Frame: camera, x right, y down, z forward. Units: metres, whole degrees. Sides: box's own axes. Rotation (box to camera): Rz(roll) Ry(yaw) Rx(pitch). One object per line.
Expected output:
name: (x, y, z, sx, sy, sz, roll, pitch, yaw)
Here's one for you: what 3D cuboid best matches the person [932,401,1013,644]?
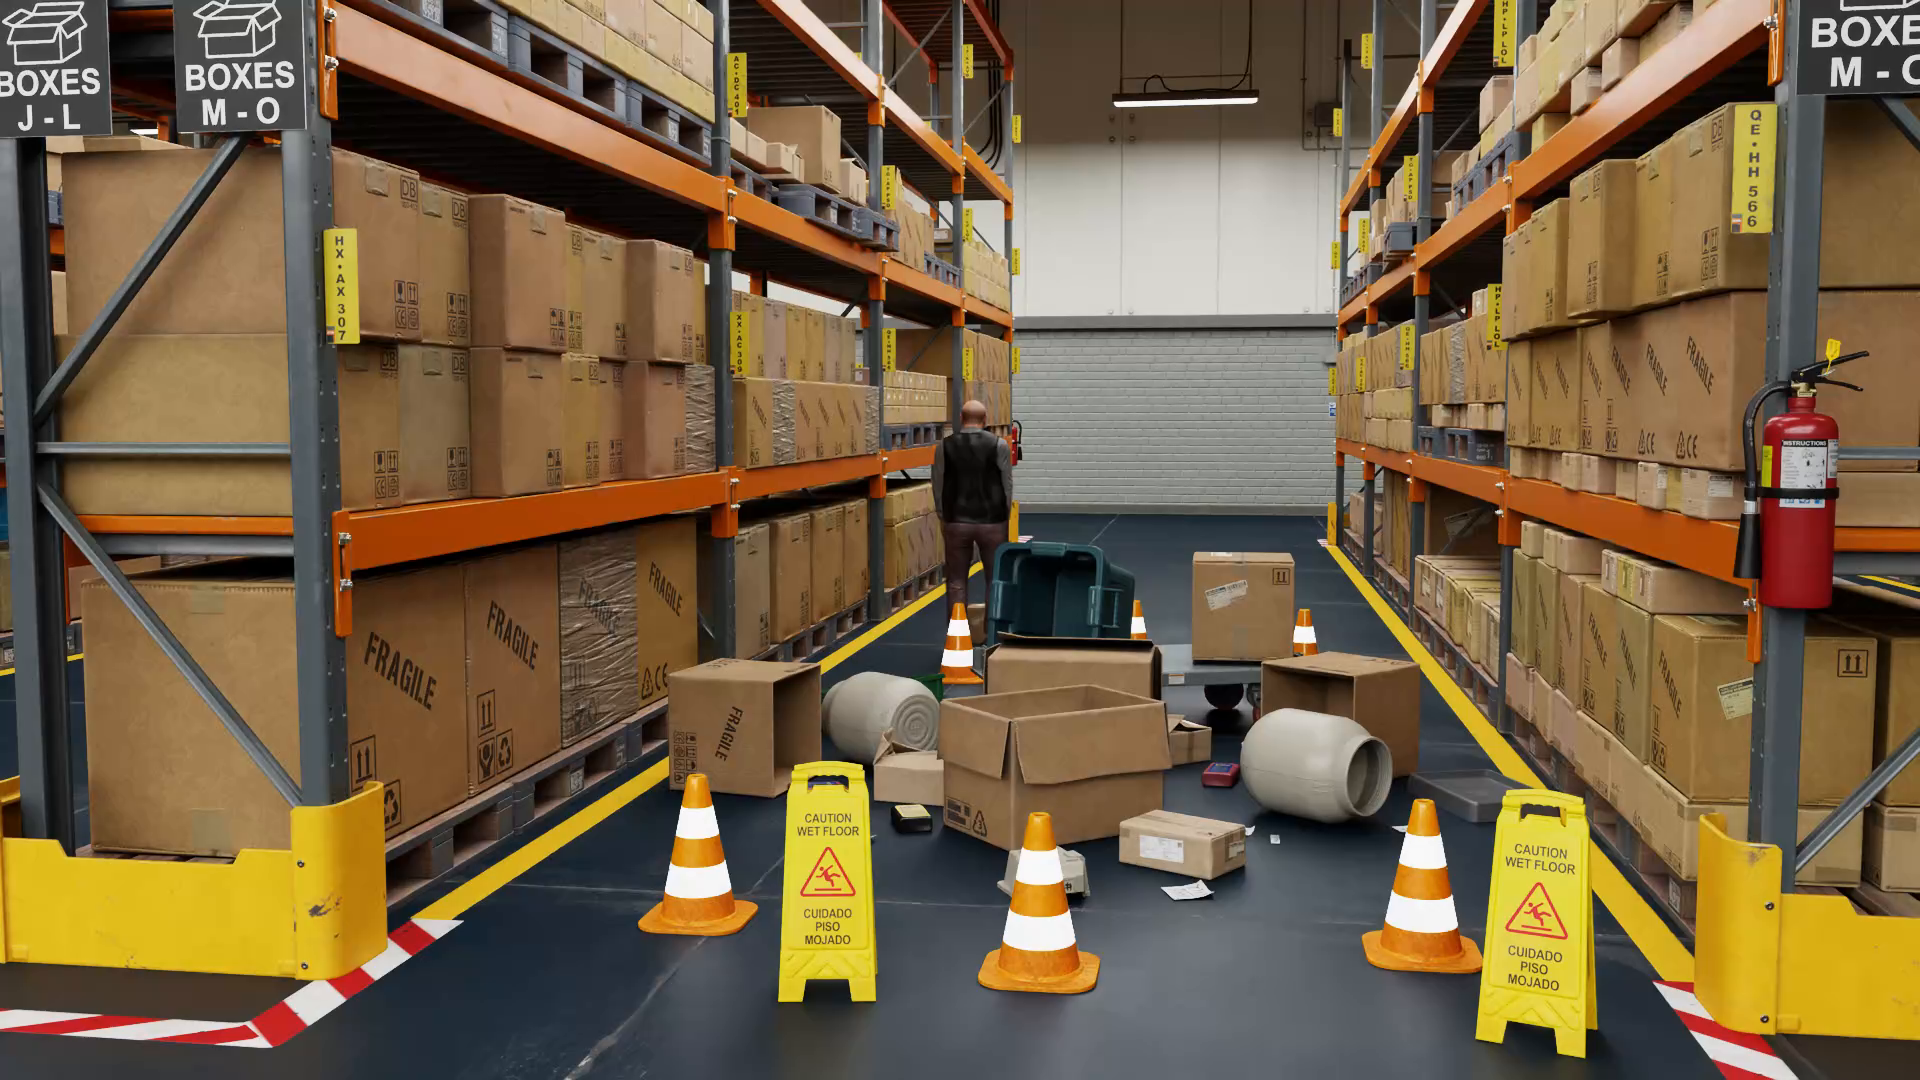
person: (0.082, -0.118, 11.163, 0.549, 1.629, 0.397, 1, 4, 10)
